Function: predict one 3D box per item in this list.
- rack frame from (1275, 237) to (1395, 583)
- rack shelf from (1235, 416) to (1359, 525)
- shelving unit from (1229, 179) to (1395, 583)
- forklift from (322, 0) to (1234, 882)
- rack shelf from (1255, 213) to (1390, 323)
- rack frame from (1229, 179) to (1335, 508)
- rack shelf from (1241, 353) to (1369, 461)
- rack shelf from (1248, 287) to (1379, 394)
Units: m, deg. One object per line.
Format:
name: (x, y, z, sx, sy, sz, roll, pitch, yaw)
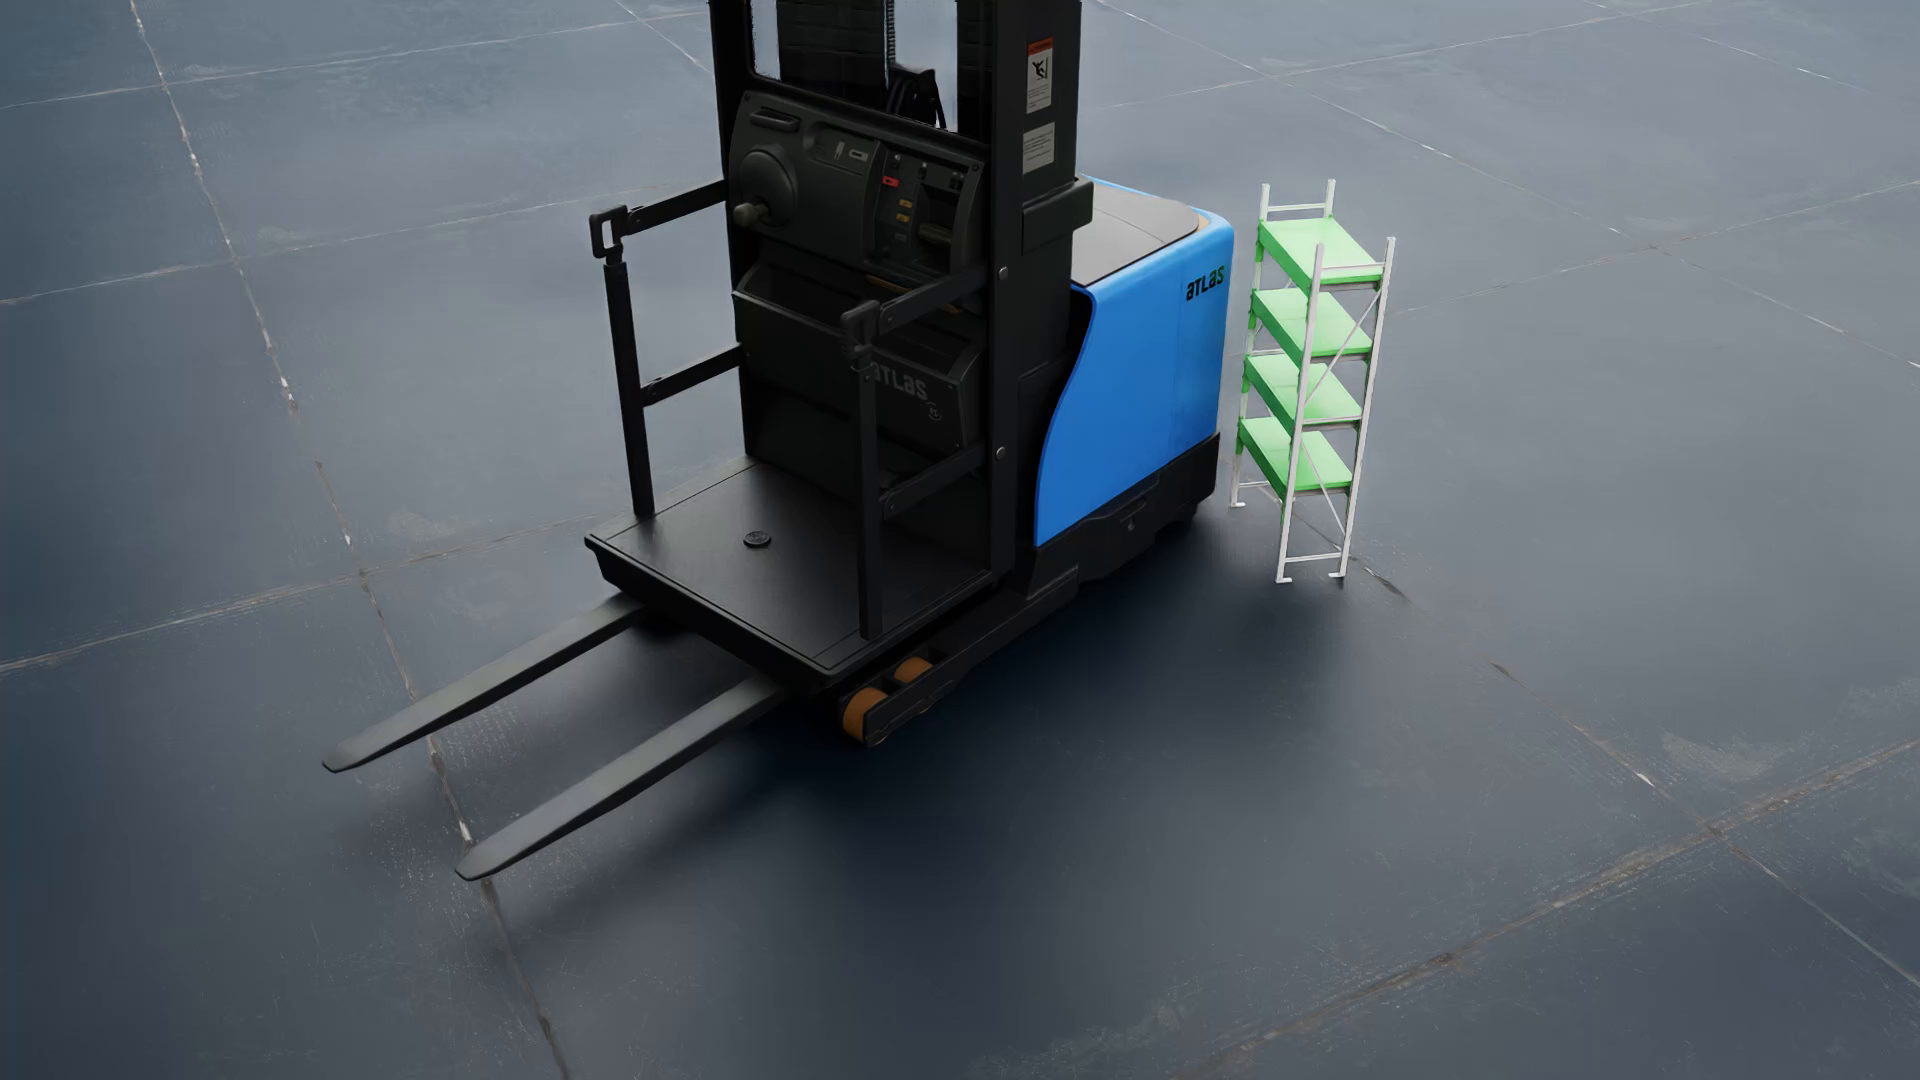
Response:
rack frame: (1.168, -0.377, 5.226, 0.240, 1.200, 0.015, -6, 33, -9)
rack shelf: (1.125, -0.251, 5.592, 0.258, 0.148, 0.480, -6, 33, -9)
shelving unit: (1.125, -0.506, 5.428, 0.258, 1.200, 0.503, -6, 33, -9)
forklift: (-0.445, -0.948, 4.513, 1.130, 2.935, 3.031, 25, 41, 34)
rack shelf: (1.125, -0.857, 5.204, 0.258, 0.148, 0.480, -6, 33, -9)
rack frame: (1.082, -0.636, 5.630, 0.240, 1.200, 0.015, -6, 33, -9)
rack shelf: (1.125, -0.453, 5.463, 0.258, 0.148, 0.480, -6, 33, -9)
rack shelf: (1.125, -0.655, 5.333, 0.258, 0.148, 0.480, -6, 33, -9)
